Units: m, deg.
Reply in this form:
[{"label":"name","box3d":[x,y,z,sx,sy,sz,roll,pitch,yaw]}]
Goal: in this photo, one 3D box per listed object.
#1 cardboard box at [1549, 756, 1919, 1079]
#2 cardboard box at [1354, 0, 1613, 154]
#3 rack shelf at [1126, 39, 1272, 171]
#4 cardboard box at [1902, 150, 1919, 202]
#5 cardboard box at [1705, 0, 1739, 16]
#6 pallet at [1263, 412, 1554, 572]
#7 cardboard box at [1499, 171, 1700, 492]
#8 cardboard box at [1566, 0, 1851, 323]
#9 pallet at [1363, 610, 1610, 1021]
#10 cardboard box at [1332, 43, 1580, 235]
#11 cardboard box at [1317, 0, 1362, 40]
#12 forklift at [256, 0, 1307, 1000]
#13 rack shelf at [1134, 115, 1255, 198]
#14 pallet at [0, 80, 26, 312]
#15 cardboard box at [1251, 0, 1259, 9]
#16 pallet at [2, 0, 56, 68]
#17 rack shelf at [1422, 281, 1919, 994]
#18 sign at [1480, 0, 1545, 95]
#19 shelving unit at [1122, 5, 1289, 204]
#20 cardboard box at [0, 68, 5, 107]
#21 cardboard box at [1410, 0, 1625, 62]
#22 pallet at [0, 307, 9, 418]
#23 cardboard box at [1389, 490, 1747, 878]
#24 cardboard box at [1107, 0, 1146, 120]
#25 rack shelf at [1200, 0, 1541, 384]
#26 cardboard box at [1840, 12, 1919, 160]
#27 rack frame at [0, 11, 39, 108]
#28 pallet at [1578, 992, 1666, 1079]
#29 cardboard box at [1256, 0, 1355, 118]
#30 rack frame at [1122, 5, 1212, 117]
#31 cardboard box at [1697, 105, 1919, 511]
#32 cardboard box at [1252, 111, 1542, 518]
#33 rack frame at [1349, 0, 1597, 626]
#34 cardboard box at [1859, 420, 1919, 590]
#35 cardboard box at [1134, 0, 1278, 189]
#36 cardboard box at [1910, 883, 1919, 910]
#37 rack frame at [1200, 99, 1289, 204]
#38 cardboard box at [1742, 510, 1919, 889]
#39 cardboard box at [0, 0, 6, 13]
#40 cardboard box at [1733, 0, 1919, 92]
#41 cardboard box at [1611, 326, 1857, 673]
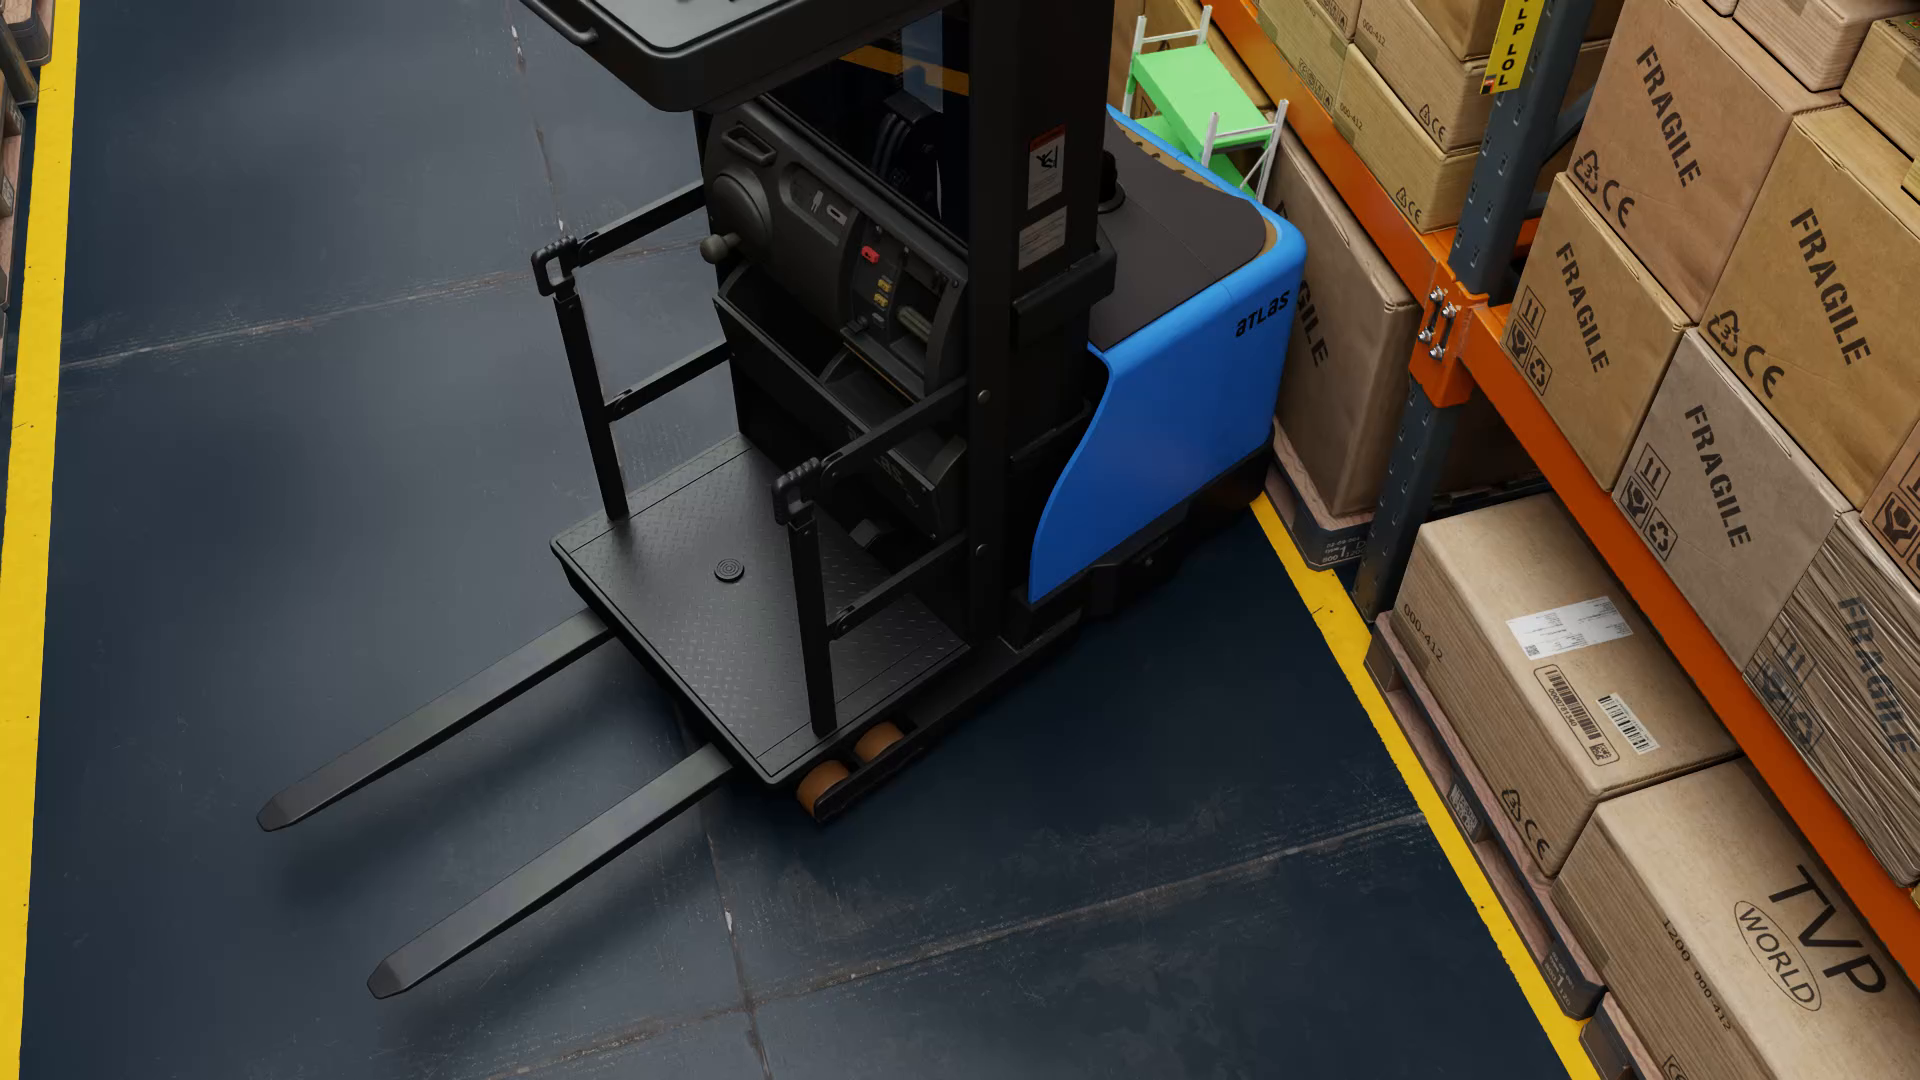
[{"label":"cardboard box","box3d":[2.040,0.962,3.878,0.875,0.438,0.875,-15,51,-12]},{"label":"cardboard box","box3d":[1.329,-1.244,4.108,0.500,0.250,0.500,-13,51,-11]},{"label":"rack shelf","box3d":[0.718,-1.281,4.969,0.258,0.148,0.480,-14,53,-16]},{"label":"cardboard box","box3d":[1.759,-0.583,2.636,0.380,0.149,0.250,-14,51,-11]},{"label":"cardboard box","box3d":[1.537,-1.139,3.105,0.380,0.149,0.250,-14,51,-12]},{"label":"pallet","box3d":[1.392,-0.512,5.544,1.003,0.211,1.213,-13,51,-11]},{"label":"cardboard box","box3d":[1.581,-0.495,3.640,0.500,0.500,0.500,-12,51,-10]},{"label":"cardboard box","box3d":[1.601,-0.817,3.257,0.500,0.500,0.500,-13,51,-11]},{"label":"pallet","box3d":[1.842,0.607,4.600,1.003,0.211,1.213,-13,51,-11]},{"label":"cardboard box","box3d":[1.319,-1.087,4.303,0.500,0.250,0.500,-14,51,-12]},{"label":"cardboard box","box3d":[1.174,-1.608,4.415,0.500,0.250,0.500,-12,51,-10]},{"label":"forklift","box3d":[-0.475,-0.635,3.868,3.031,2.935,1.130,-33,57,-25]},{"label":"rack shelf","box3d":[0.701,-1.128,5.153,0.258,0.148,0.480,-14,53,-16]},{"label":"pallet","box3d":[-4.047,-1.208,6.131,1.003,0.211,1.213,-13,51,-11]},{"label":"cardboard box","box3d":[1.038,-1.832,4.931,0.500,0.250,0.500,-15,51,-12]},{"label":"pallet","box3d":[-4.438,-2.372,7.112,1.003,0.211,1.213,-13,51,-11]},{"label":"rack shelf","box3d":[2.283,0.828,3.061,1.077,0.370,4.000,-13,51,-11]},{"label":"sign","box3d":[1.177,-1.083,3.495,0.100,0.325,0.005,-13,51,-11]},{"label":"shelving unit","box3d":[0.688,-1.015,5.288,0.258,1.200,0.503,-14,53,-16]},{"label":"cardboard box","box3d":[-3.901,-1.731,6.107,0.500,0.500,0.500,-12,51,-10]},{"label":"cardboard box","box3d":[1.320,-1.489,3.824,0.500,0.500,0.500,-12,51,-10]},{"label":"pallet","box3d":[-3.690,-0.319,5.381,1.003,0.211,1.213,-13,51,-11]},{"label":"cardboard box","box3d":[1.775,0.309,4.429,0.875,0.438,0.875,-14,51,-12]},{"label":"cardboard box","box3d":[0.894,-2.061,6.141,0.875,0.875,0.875,-13,51,-11]},{"label":"rack shelf","box3d":[1.101,-2.094,5.524,1.077,0.370,4.000,-13,51,-11]},{"label":"cardboard box","box3d":[1.744,-0.778,2.801,0.380,0.149,0.250,-14,51,-11]},{"label":"rack frame","box3d":[-4.231,-2.661,5.531,1.000,3.000,0.127,-13,51,-11]},{"label":"pallet","box3d":[2.207,1.500,3.848,1.003,0.211,1.213,-13,51,-11]},{"label":"cardboard box","box3d":[1.169,-1.459,4.616,0.500,0.250,0.500,-14,51,-11]},{"label":"rack frame","box3d":[0.601,-1.194,5.429,0.240,1.200,0.015,-14,53,-16]},{"label":"cardboard box","box3d":[1.745,-0.446,2.945,0.500,0.500,0.500,-14,51,-11]},{"label":"cardboard box","box3d":[1.432,-0.750,5.035,0.875,0.875,0.875,-12,51,-10]},{"label":"rack frame","box3d":[1.692,-0.865,4.017,1.000,3.000,0.127,-13,51,-11]},{"label":"cardboard box","box3d":[1.886,-0.070,2.627,0.500,0.500,0.500,-12,51,-10]},{"label":"cardboard box","box3d":[1.158,-1.408,5.590,0.875,0.875,0.875,-12,51,-10]},{"label":"cardboard box","box3d":[2.019,0.614,2.705,0.500,0.500,0.500,-12,51,-10]},{"label":"rack frame","box3d":[0.775,-0.837,5.146,0.240,1.200,0.015,-14,53,-16]},{"label":"cardboard box","box3d":[1.866,0.238,3.022,0.500,0.500,0.500,-13,51,-11]},{"label":"cardboard box","box3d":[-4.403,-2.490,6.665,0.875,0.625,0.625,-12,51,-10]},{"label":"cardboard box","box3d":[1.629,-0.955,2.950,0.380,0.149,0.250,-13,51,-10]},{"label":"cardboard box","box3d":[1.726,-0.127,3.329,0.500,0.500,0.500,-13,51,-11]}]
